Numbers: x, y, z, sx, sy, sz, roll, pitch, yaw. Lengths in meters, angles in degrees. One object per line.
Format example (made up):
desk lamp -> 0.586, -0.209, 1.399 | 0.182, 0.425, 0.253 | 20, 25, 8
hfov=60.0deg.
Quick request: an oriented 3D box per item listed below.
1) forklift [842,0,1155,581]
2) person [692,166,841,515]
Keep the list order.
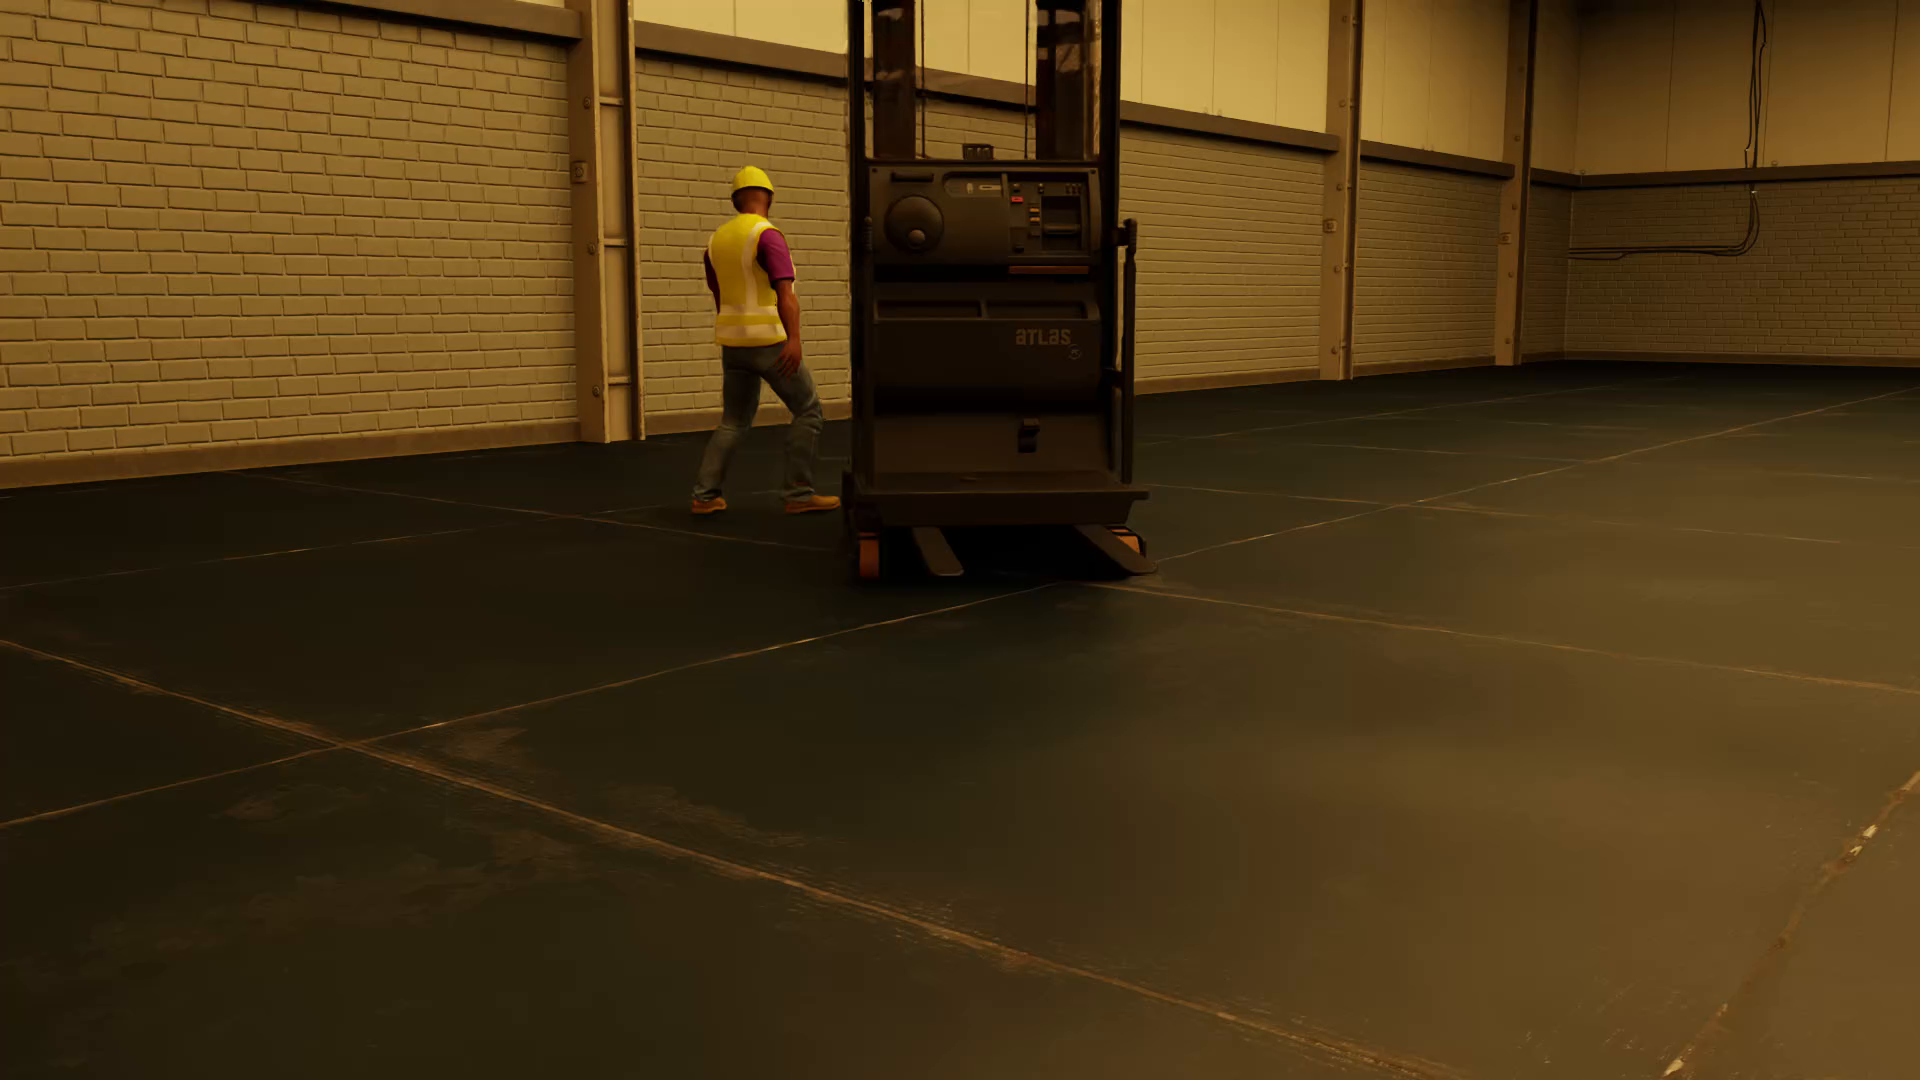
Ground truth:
forklift -> 0.123, -1.343, 6.459 | 1.130, 2.935, 3.031 | -1, 8, -5
person -> -0.952, -0.975, 8.202 | 0.803, 1.712, 0.656 | 8, 11, 43
